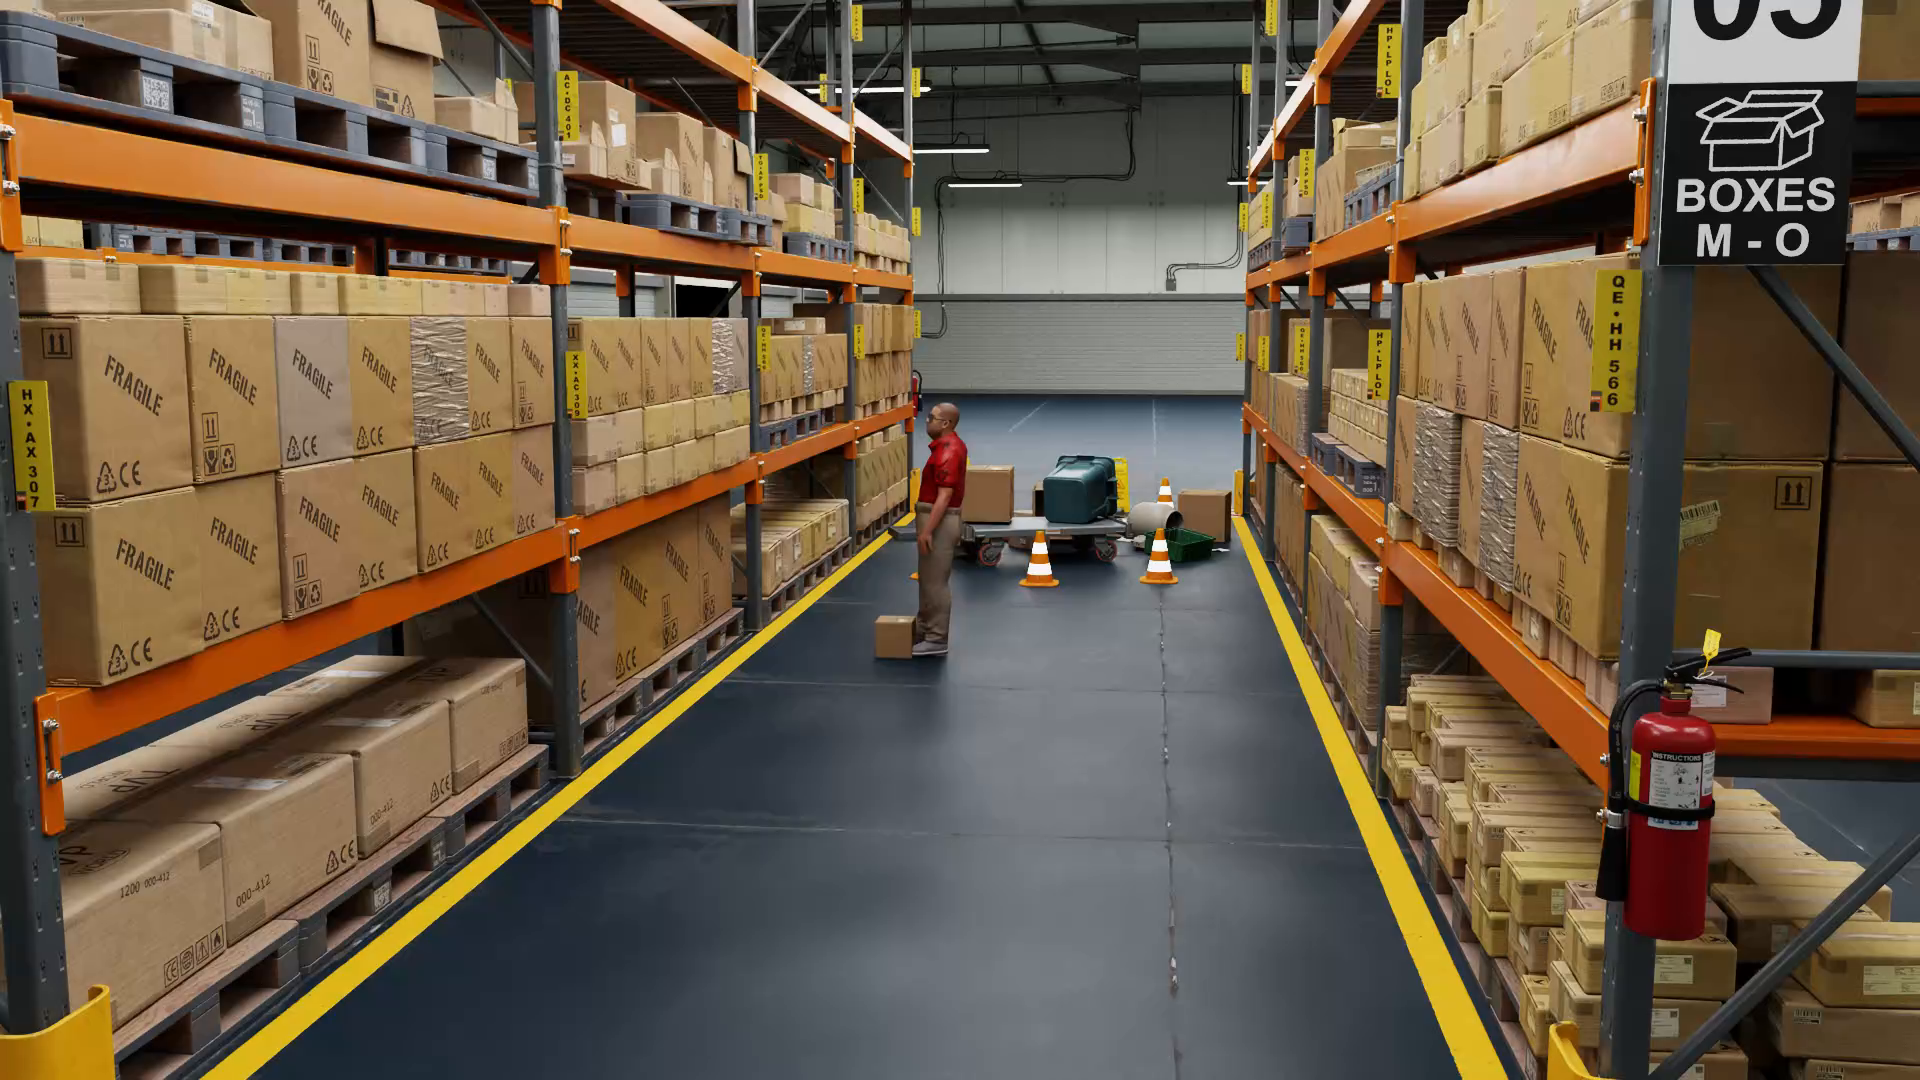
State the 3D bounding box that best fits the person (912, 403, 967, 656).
[{"bbox_3d":[-0.236,-0.074,11.348,0.551,1.727,0.640,1,8,6],"label":"person"}]
